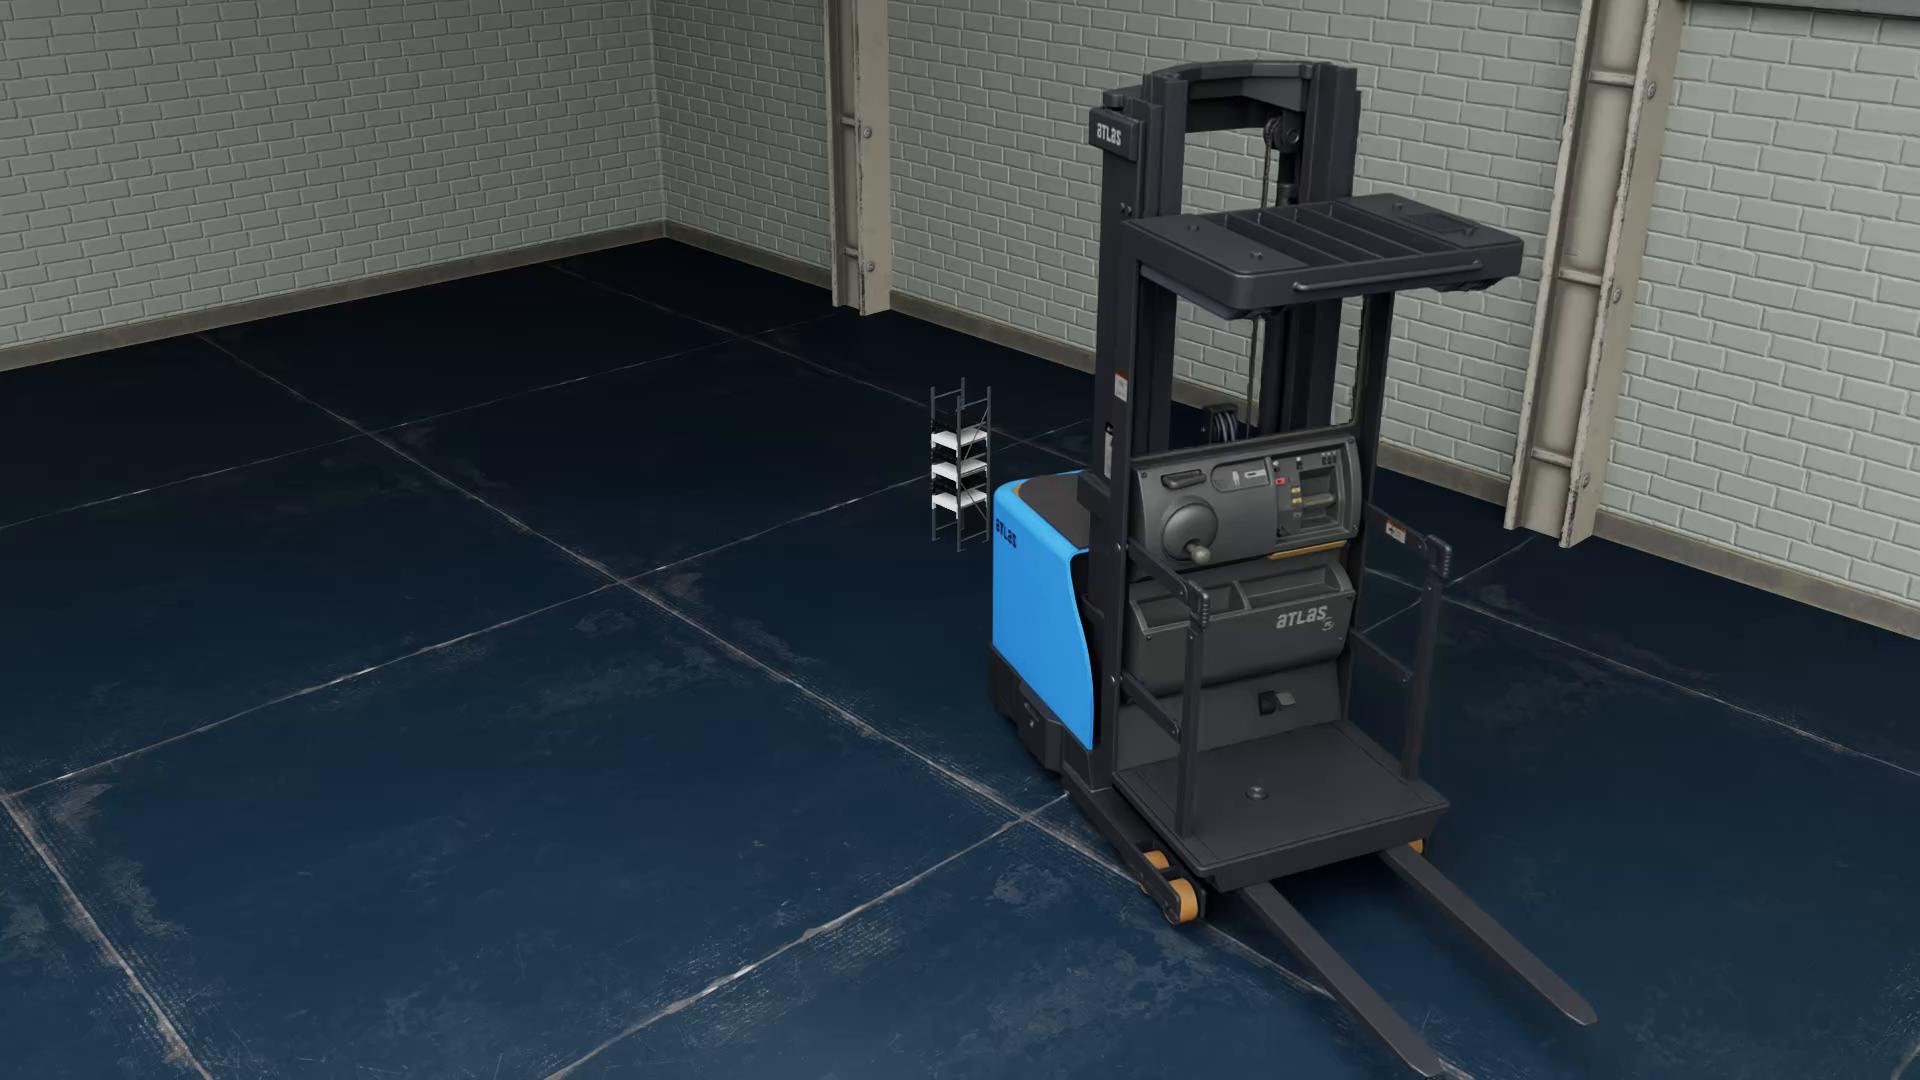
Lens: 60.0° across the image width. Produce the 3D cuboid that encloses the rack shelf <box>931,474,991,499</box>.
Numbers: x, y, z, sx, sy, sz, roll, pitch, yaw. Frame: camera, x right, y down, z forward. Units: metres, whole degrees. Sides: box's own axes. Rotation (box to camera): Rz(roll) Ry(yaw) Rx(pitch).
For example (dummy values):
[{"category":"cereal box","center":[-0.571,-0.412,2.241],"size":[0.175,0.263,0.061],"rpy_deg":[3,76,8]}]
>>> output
[{"category":"rack shelf","center":[0.006,-0.295,9.109],"size":[0.258,0.077,0.200],"rpy_deg":[-21,32,-38]}]

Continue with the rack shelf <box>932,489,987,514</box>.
[{"category":"rack shelf","center":[0.006,-0.213,9.146],"size":[0.258,0.077,0.200],"rpy_deg":[-21,32,-38]}]

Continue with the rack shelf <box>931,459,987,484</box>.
[{"category":"rack shelf","center":[0.006,-0.377,9.072],"size":[0.258,0.077,0.200],"rpy_deg":[-21,32,-38]}]

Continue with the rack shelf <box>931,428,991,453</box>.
[{"category":"rack shelf","center":[0.006,-0.540,8.997],"size":[0.258,0.077,0.200],"rpy_deg":[-21,32,-38]}]

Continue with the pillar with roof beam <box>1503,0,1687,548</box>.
[{"category":"pillar with roof beam","center":[0.175,-2.929,4.828],"size":[9.100,9.000,0.400],"rpy_deg":[-21,32,-38]}]

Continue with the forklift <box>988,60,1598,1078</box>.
[{"category":"forklift","center":[1.161,-0.116,5.972],"size":[1.130,2.935,3.031],"rpy_deg":[-10,26,-20]}]

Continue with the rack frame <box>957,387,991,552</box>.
[{"category":"rack frame","center":[0.075,-0.376,8.990],"size":[0.240,0.900,0.006],"rpy_deg":[-21,32,-38]}]

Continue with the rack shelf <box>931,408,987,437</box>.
[{"category":"rack shelf","center":[0.006,-0.622,8.960],"size":[0.258,0.077,0.200],"rpy_deg":[-21,32,-38]}]

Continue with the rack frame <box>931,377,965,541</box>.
[{"category":"rack frame","center":[-0.064,-0.438,9.125],"size":[0.240,0.900,0.006],"rpy_deg":[-21,32,-38]}]

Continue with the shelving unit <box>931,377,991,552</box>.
[{"category":"shelving unit","center":[0.006,-0.407,9.058],"size":[0.258,0.900,0.210],"rpy_deg":[-21,32,-38]}]

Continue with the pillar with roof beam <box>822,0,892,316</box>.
[{"category":"pillar with roof beam","center":[-3.926,-4.747,8.813],"size":[9.100,9.000,0.400],"rpy_deg":[-21,32,-38]}]

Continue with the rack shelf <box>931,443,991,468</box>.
[{"category":"rack shelf","center":[0.006,-0.459,9.034],"size":[0.258,0.077,0.200],"rpy_deg":[-21,32,-38]}]
